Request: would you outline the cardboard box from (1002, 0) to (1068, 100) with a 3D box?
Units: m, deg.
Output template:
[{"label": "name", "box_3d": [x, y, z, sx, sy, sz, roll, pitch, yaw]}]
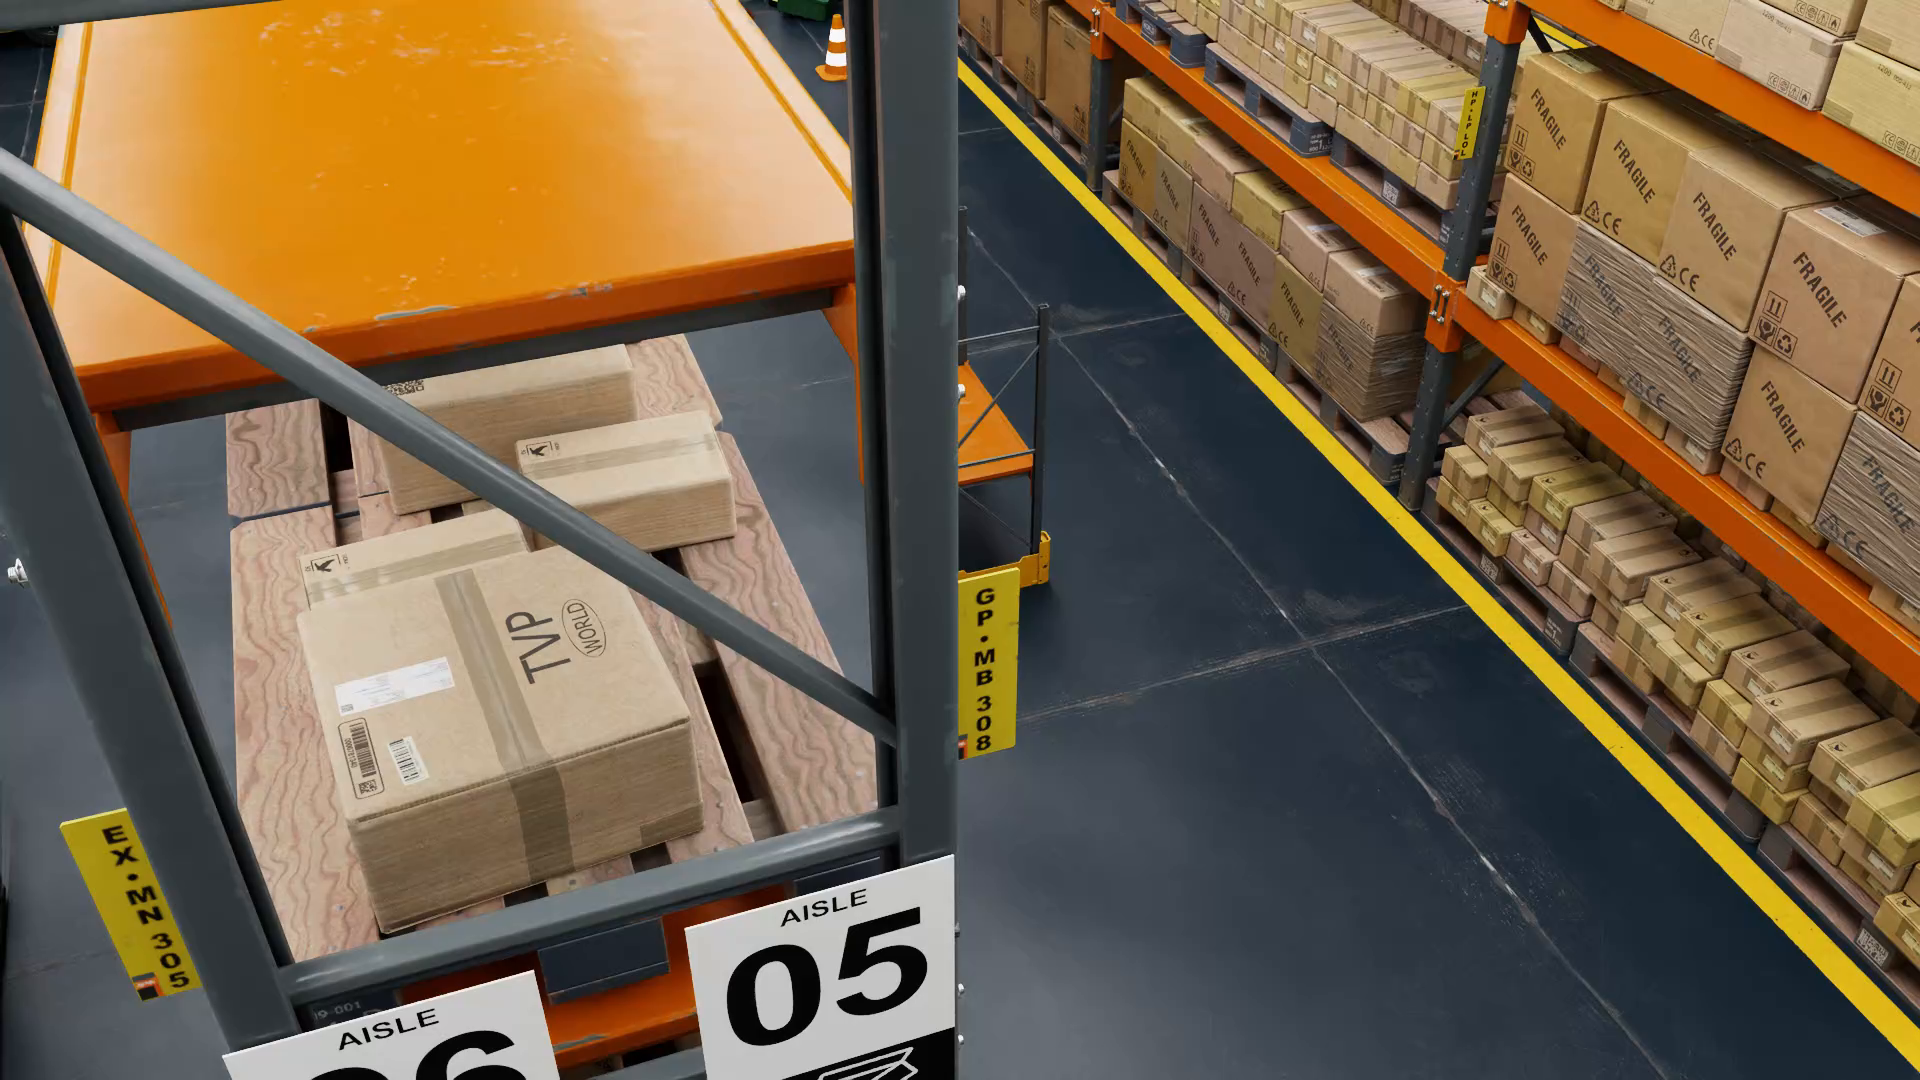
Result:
[{"label": "cardboard box", "box_3d": [0.940, -3.858, 12.460, 1.050, 0.750, 0.750, -12, 39, -15]}]

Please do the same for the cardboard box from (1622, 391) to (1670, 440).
[{"label": "cardboard box", "box_3d": [2.949, -0.565, 6.776, 0.380, 0.149, 0.250, -12, 39, -15]}]

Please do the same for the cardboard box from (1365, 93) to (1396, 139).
[{"label": "cardboard box", "box_3d": [2.249, -2.133, 8.262, 0.380, 0.149, 0.250, -11, 38, -14]}]

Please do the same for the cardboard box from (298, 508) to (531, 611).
[{"label": "cardboard box", "box_3d": [-0.950, 0.107, 2.959, 0.380, 0.149, 0.250, -15, 40, -19]}]

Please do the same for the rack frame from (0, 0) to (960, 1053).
[{"label": "rack frame", "box_3d": [-0.491, -0.528, 1.533, 1.000, 3.000, 0.127, -12, 39, -16]}]

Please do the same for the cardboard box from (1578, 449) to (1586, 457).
[{"label": "cardboard box", "box_3d": [3.152, -0.509, 8.267, 0.380, 0.149, 0.250, -12, 39, -15]}]

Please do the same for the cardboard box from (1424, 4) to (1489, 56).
[{"label": "cardboard box", "box_3d": [2.682, -2.684, 8.746, 0.380, 0.149, 0.250, -13, 39, -16]}]

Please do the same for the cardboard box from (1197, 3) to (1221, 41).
[{"label": "cardboard box", "box_3d": [1.613, -3.050, 9.726, 0.380, 0.149, 0.250, -11, 38, -14]}]

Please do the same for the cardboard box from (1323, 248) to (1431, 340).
[{"label": "cardboard box", "box_3d": [2.252, -1.311, 8.663, 0.500, 0.250, 0.500, -13, 39, -17]}]

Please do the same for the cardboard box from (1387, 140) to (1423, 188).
[{"label": "cardboard box", "box_3d": [2.333, -1.871, 8.161, 0.380, 0.149, 0.250, -12, 39, -16]}]

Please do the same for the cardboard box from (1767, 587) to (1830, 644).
[{"label": "cardboard box", "box_3d": [3.613, 0.291, 6.956, 0.380, 0.149, 0.250, -12, 39, -16]}]

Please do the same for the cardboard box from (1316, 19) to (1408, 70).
[{"label": "cardboard box", "box_3d": [2.072, -2.551, 8.569, 0.380, 0.149, 0.250, -14, 39, -17]}]

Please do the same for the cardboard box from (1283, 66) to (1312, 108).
[{"label": "cardboard box", "box_3d": [1.972, -2.460, 8.943, 0.380, 0.149, 0.250, -11, 38, -14]}]

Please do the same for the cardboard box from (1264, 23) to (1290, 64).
[{"label": "cardboard box", "box_3d": [1.888, -2.726, 9.049, 0.380, 0.149, 0.250, -11, 38, -14]}]

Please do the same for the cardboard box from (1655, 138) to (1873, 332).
[{"label": "cardboard box", "box_3d": [3.009, -1.146, 6.177, 0.500, 0.500, 0.500, -12, 39, -15]}]

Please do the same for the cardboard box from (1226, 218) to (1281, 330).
[{"label": "cardboard box", "box_3d": [1.906, -1.590, 9.656, 0.500, 0.500, 0.500, -13, 39, -17]}]

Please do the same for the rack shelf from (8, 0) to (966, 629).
[{"label": "rack shelf", "box_3d": [-1.179, -1.211, 3.369, 1.077, 0.370, 4.000, -12, 39, -16]}]

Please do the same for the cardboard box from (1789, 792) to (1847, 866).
[{"label": "cardboard box", "box_3d": [3.454, 1.075, 6.411, 0.380, 0.149, 0.250, -12, 39, -15]}]

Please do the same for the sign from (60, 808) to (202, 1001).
[{"label": "sign", "box_3d": [-1.005, 0.452, 2.054, 0.100, 0.325, 0.005, -12, 39, -16]}]

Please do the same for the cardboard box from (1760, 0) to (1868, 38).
[{"label": "cardboard box", "box_3d": [3.013, -1.921, 5.583, 0.500, 0.250, 0.500, -12, 39, -15]}]

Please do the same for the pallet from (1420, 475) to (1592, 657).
[{"label": "pallet", "box_3d": [3.010, 0.012, 8.119, 1.003, 0.211, 1.213, -12, 39, -16]}]

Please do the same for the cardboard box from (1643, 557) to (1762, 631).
[{"label": "cardboard box", "box_3d": [3.135, 0.238, 7.028, 0.380, 0.149, 0.250, -14, 39, -18]}]

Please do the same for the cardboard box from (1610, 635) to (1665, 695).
[{"label": "cardboard box", "box_3d": [3.054, 0.494, 7.182, 0.380, 0.149, 0.250, -13, 39, -17]}]

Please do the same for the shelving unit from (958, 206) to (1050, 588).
[{"label": "shelving unit", "box_3d": [-0.026, -0.642, 7.916, 0.587, 1.500, 1.083, -12, 39, -16]}]

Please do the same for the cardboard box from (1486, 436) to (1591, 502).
[{"label": "cardboard box", "box_3d": [2.709, -0.335, 7.788, 0.380, 0.149, 0.250, -11, 38, -14]}]

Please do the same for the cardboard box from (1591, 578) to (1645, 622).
[{"label": "cardboard box", "box_3d": [3.021, 0.217, 7.302, 0.380, 0.149, 0.250, -11, 38, -14]}]

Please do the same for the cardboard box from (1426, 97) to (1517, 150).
[{"label": "cardboard box", "box_3d": [2.424, -1.965, 7.791, 0.380, 0.149, 0.250, -11, 38, -14]}]

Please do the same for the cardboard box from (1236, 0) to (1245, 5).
[{"label": "cardboard box", "box_3d": [1.707, -3.144, 9.357, 0.380, 0.149, 0.250, -11, 38, -14]}]

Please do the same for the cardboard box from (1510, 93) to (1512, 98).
[{"label": "cardboard box", "box_3d": [2.861, -2.269, 8.443, 0.380, 0.149, 0.250, -12, 38, -15]}]

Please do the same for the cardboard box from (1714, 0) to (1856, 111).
[{"label": "cardboard box", "box_3d": [2.999, -1.716, 5.728, 0.500, 0.250, 0.500, -11, 38, -14]}]

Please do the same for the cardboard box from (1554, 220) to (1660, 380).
[{"label": "cardboard box", "box_3d": [2.856, -1.023, 6.844, 0.500, 0.500, 0.500, -12, 39, -16]}]

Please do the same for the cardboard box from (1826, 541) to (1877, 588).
[{"label": "cardboard box", "box_3d": [3.384, 0.015, 6.007, 0.380, 0.149, 0.250, -14, 39, -18]}]

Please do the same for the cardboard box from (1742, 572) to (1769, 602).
[{"label": "cardboard box", "box_3d": [3.539, 0.246, 7.264, 0.380, 0.149, 0.250, -14, 39, -18]}]

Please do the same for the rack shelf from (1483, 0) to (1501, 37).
[{"label": "rack shelf", "box_3d": [2.057, -3.514, 8.588, 1.077, 0.370, 4.000, -12, 39, -16]}]

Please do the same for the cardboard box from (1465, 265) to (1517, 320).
[{"label": "cardboard box", "box_3d": [2.536, -1.146, 7.547, 0.380, 0.149, 0.250, -11, 38, -14]}]

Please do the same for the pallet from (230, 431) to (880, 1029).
[{"label": "pallet", "box_3d": [-0.756, 0.288, 3.015, 1.003, 0.211, 1.213, -12, 39, -16]}]

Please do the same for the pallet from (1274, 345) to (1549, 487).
[{"label": "pallet", "box_3d": [2.476, -0.799, 9.196, 1.003, 0.211, 1.213, -12, 39, -16]}]

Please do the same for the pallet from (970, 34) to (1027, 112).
[{"label": "pallet", "box_3d": [0.752, -3.769, 13.138, 1.003, 0.211, 1.213, -12, 39, -16]}]

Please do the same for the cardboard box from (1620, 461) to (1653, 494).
[{"label": "cardboard box", "box_3d": [3.330, -0.318, 7.766, 0.380, 0.149, 0.250, -13, 39, -16]}]

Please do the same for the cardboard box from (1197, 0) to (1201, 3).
[{"label": "cardboard box", "box_3d": [1.537, -3.302, 9.814, 0.380, 0.149, 0.250, -14, 39, -17]}]

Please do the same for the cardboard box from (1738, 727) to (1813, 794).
[{"label": "cardboard box", "box_3d": [3.302, 0.816, 6.507, 0.380, 0.149, 0.250, -12, 39, -15]}]

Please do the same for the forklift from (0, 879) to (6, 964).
[{"label": "forklift", "box_3d": [-4.070, 0.541, 5.155, 1.130, 2.935, 3.031, -14, 39, -18]}]

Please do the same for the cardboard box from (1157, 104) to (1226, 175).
[{"label": "cardboard box", "box_3d": [1.553, -2.476, 10.210, 0.500, 0.250, 0.500, -13, 39, -16]}]

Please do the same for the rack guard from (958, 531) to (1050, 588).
[{"label": "rack guard", "box_3d": [0.145, 0.138, 7.919, 0.587, 0.250, 0.087, -12, 39, -16]}]

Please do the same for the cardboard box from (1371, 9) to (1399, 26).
[{"label": "cardboard box", "box_3d": [2.502, -2.861, 9.228, 0.380, 0.149, 0.250, -13, 39, -17]}]

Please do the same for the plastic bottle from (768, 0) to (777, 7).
[{"label": "plastic bottle", "box_3d": [-1.520, -4.663, 14.450, 0.283, 0.061, 0.133, 27, 44, 31]}]

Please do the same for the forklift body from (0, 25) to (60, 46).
[{"label": "forklift body", "box_3d": [-8.291, -5.108, 13.305, 2.313, 2.155, 1.214, -12, 39, -16]}]

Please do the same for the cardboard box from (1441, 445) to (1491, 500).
[{"label": "cardboard box", "box_3d": [2.570, -0.351, 8.056, 0.380, 0.149, 0.250, -11, 38, -14]}]

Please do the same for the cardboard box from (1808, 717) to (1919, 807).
[{"label": "cardboard box", "box_3d": [3.431, 0.839, 6.229, 0.380, 0.149, 0.250, -14, 39, -18]}]

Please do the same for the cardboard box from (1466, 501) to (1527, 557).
[{"label": "cardboard box", "box_3d": [2.661, -0.080, 7.944, 0.380, 0.149, 0.250, -11, 38, -15]}]

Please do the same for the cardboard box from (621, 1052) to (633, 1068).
[{"label": "cardboard box", "box_3d": [-0.880, 1.205, 3.303, 0.500, 0.500, 0.500, -11, 38, -14]}]
